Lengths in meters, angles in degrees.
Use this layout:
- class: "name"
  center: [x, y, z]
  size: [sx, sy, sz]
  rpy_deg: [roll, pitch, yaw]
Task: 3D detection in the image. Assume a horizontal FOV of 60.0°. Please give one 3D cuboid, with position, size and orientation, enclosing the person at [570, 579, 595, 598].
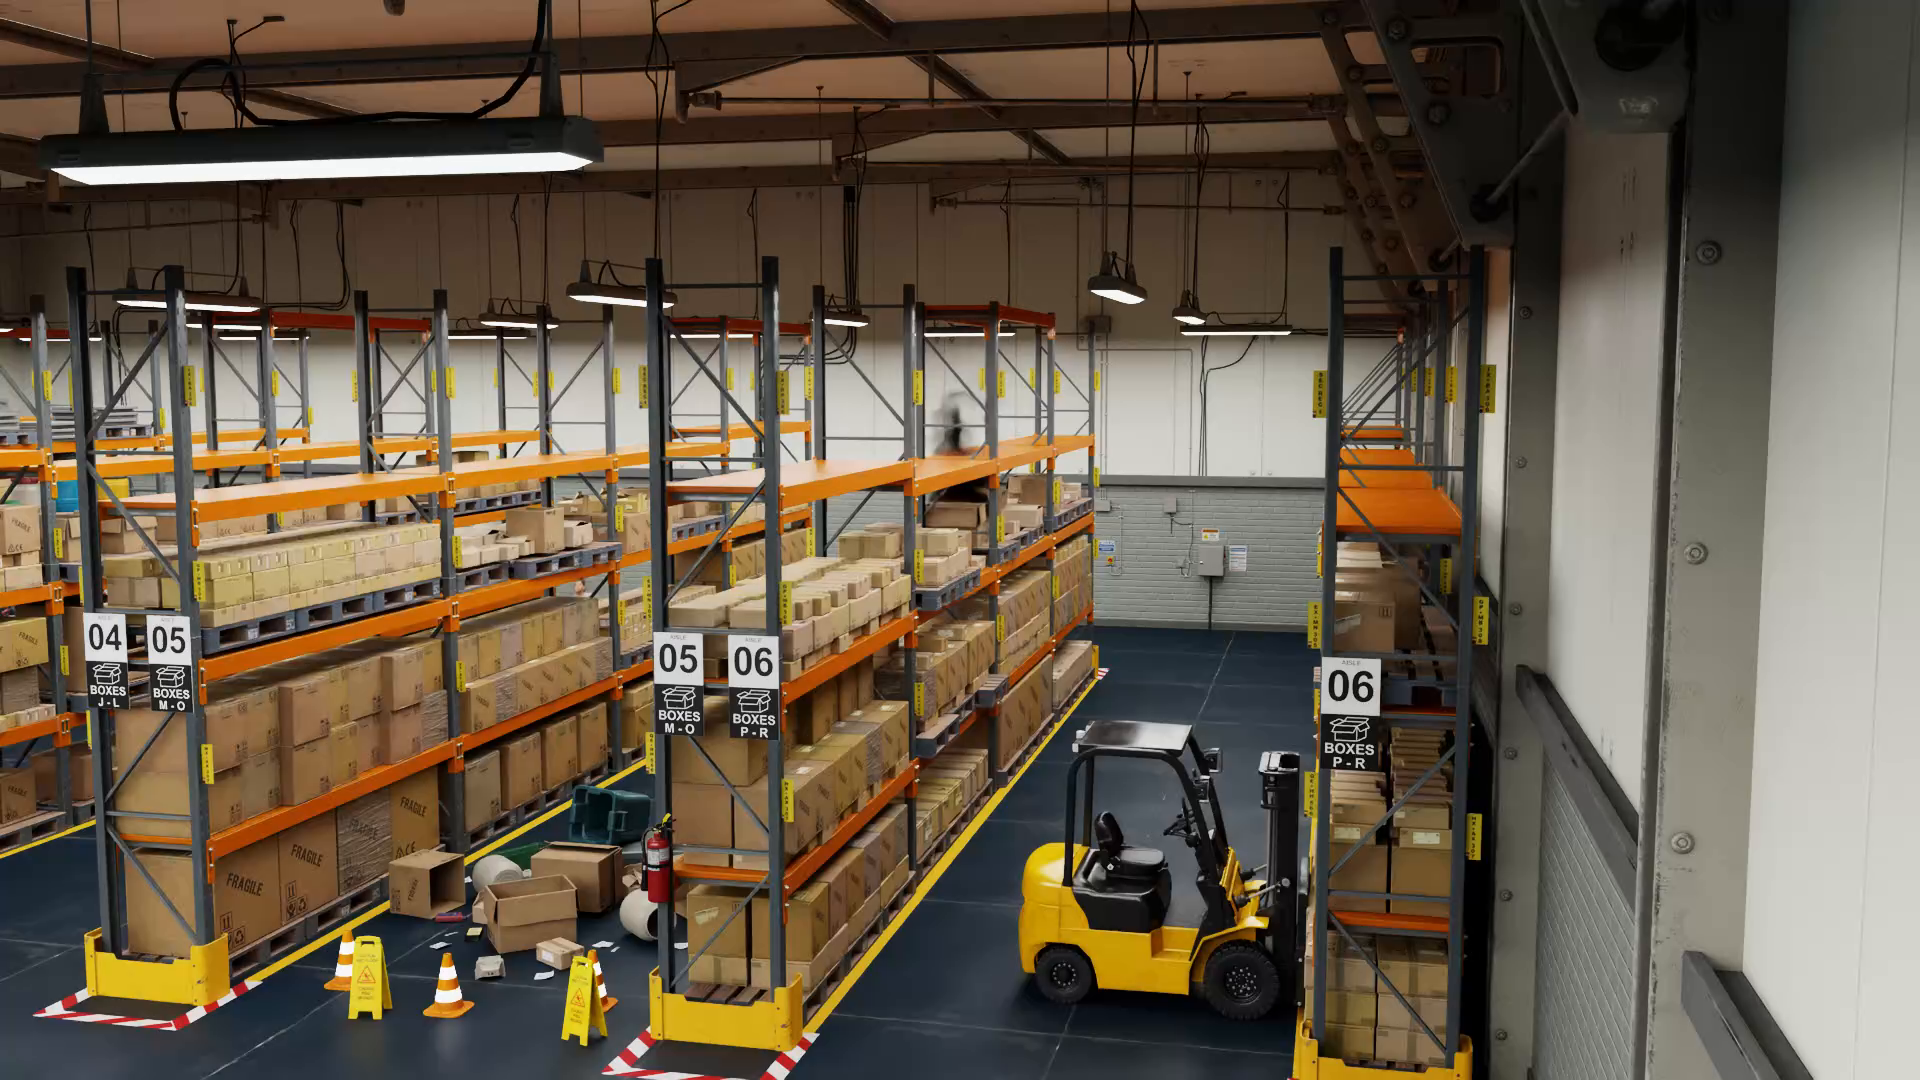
- class: "person"
  center: [-6.502, 1.476, 28.664]
  size: [0.593, 1.606, 0.546]
  rpy_deg: [1, 6, 8]
